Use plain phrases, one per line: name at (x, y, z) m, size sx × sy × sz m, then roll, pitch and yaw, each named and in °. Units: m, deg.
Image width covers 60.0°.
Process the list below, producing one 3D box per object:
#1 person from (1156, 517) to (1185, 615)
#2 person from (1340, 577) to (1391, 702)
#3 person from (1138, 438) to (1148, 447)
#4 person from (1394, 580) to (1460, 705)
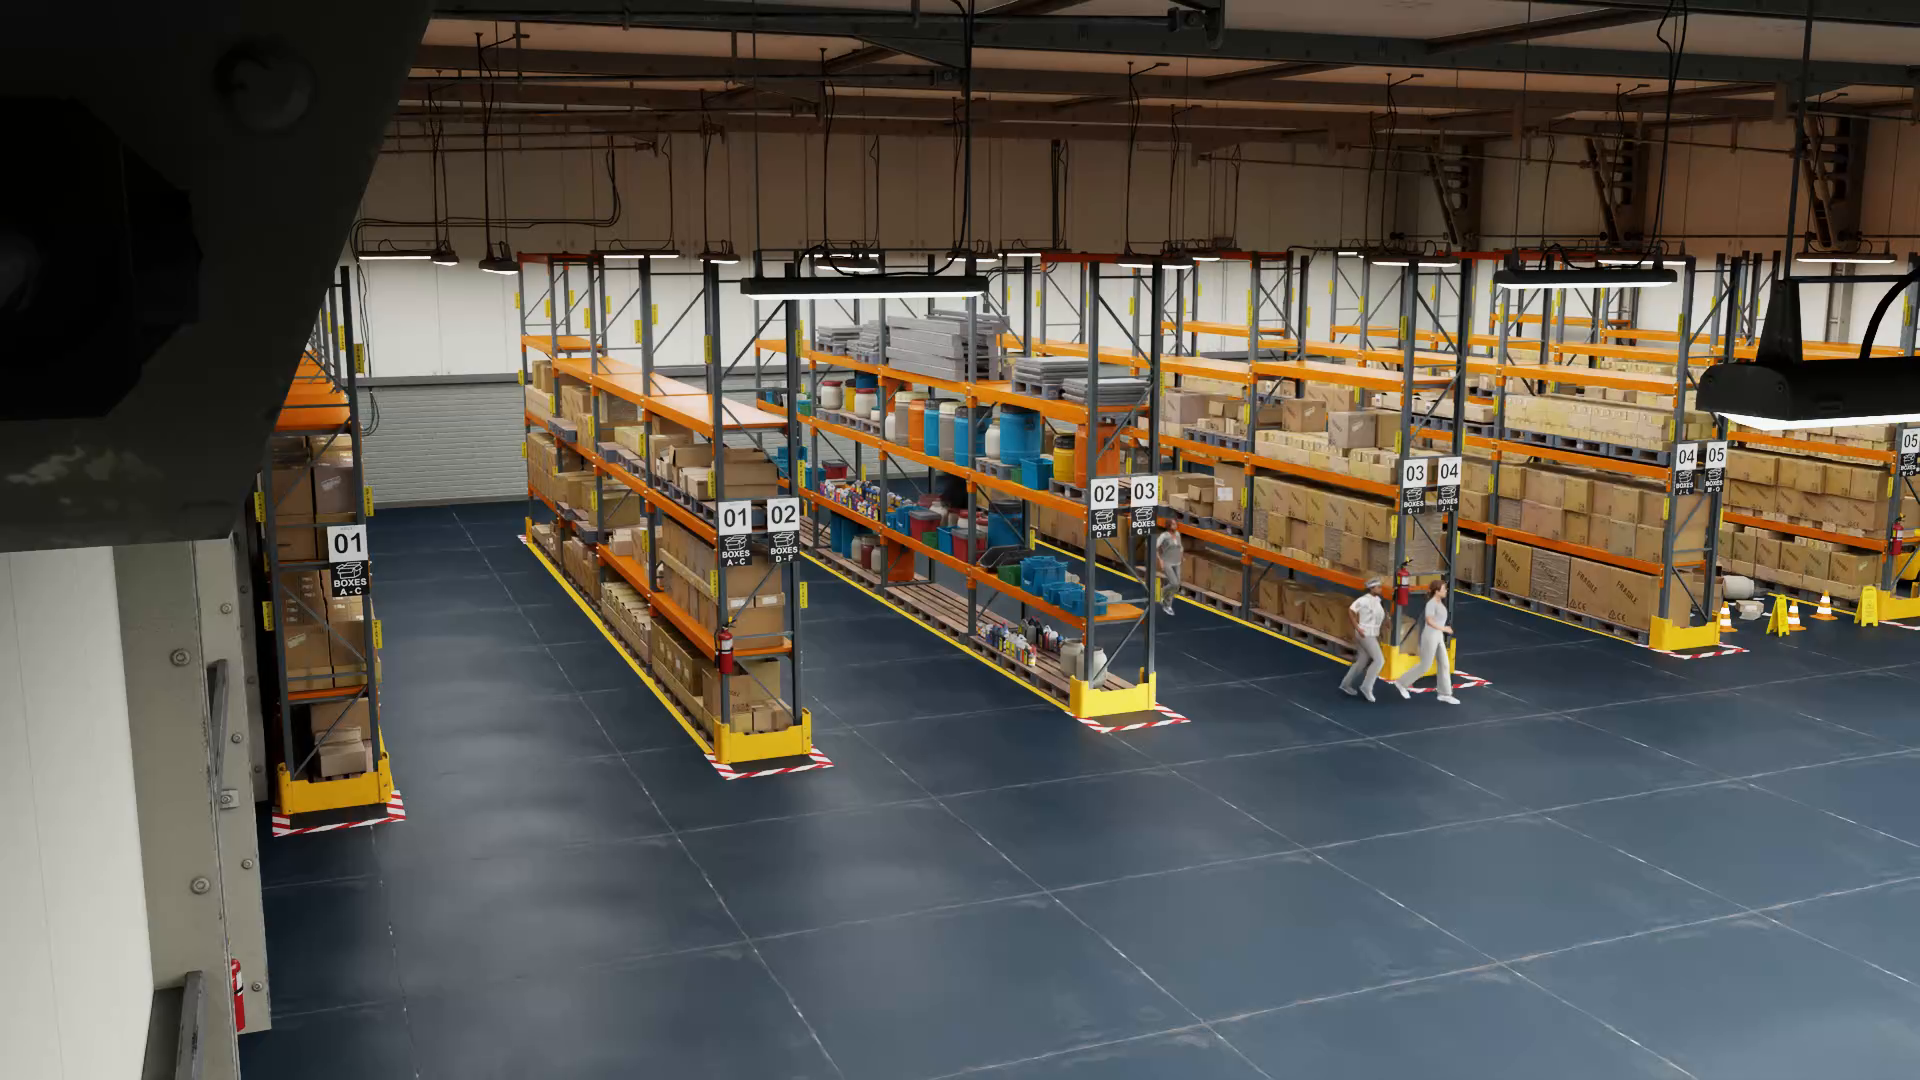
person at (3.410, 0.424, 26.878) m, size 0.547 × 1.576 × 0.483 m, roll -6°, pitch 12°, yaw -30°
person at (5.653, 1.356, 23.066) m, size 0.657 × 1.713 × 0.585 m, roll 6°, pitch 12°, yaw 30°
person at (4.467, -1.998, 41.124) m, size 0.885 × 1.811 × 0.727 m, roll -7°, pitch 12°, yaw -34°
person at (6.487, 1.372, 22.848) m, size 0.883 × 1.670 × 0.613 m, roll 6°, pitch 12°, yaw 29°
